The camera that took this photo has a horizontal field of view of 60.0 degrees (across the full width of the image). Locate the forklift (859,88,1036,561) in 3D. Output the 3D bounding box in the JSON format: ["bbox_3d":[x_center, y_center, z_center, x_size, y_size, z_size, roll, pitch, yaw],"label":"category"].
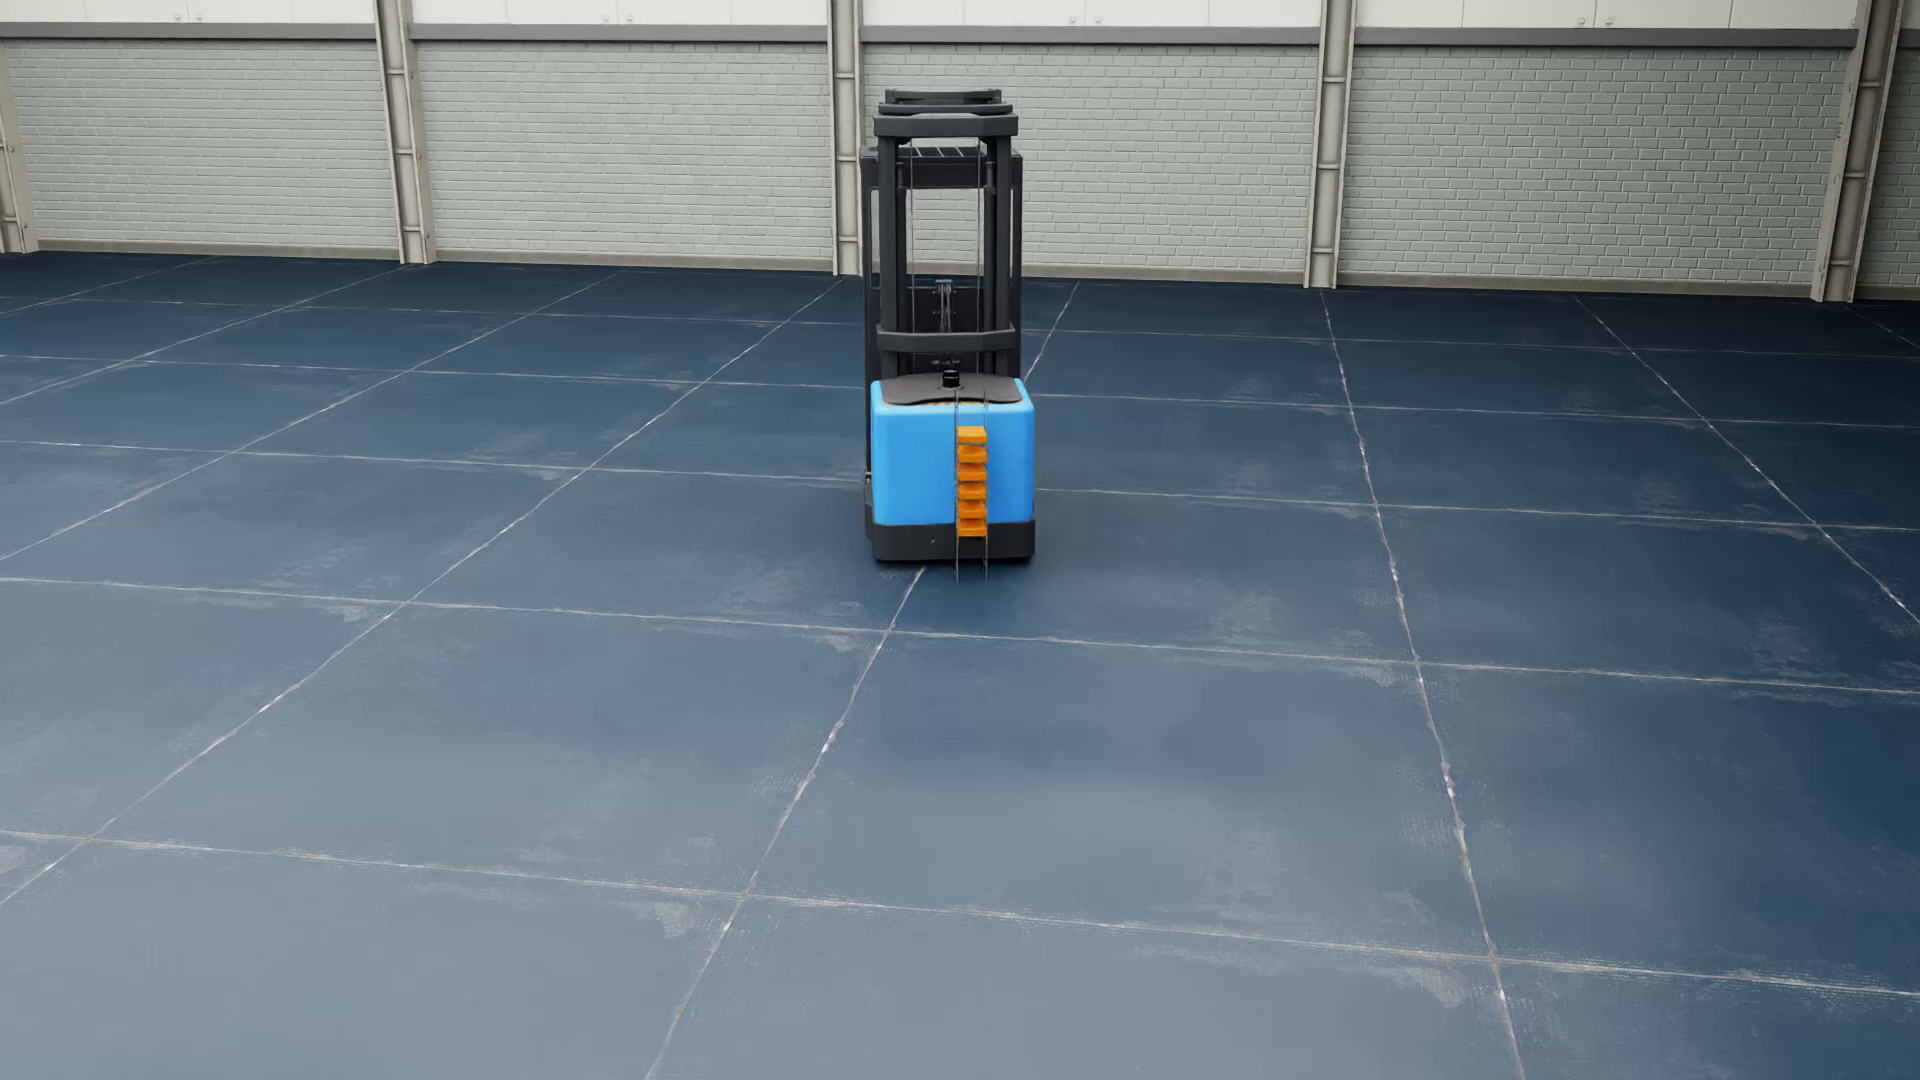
[{"bbox_3d":[-0.142,-1.677,11.696,1.130,2.935,3.031,-1,19,-4],"label":"forklift"}]

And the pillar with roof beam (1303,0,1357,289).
[{"bbox_3d":[3.814,-6.094,15.335,0.400,9.000,9.100,3,19,9],"label":"pillar with roof beam"}]

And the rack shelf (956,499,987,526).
[{"bbox_3d":[0.069,-0.176,10.457,0.180,0.103,0.258,-1,19,-4],"label":"rack shelf"}]

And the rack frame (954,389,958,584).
[{"bbox_3d":[-0.023,-0.330,10.398,0.006,1.200,0.240,-1,19,-4],"label":"rack frame"}]

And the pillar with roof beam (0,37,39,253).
[{"bbox_3d":[-13.959,-7.000,18.042,0.400,9.000,9.100,3,19,9],"label":"pillar with roof beam"}]

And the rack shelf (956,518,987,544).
[{"bbox_3d":[0.069,-0.062,10.495,0.180,0.103,0.258,-1,19,-4],"label":"rack shelf"}]

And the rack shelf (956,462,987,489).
[{"bbox_3d":[0.069,-0.404,10.380,0.180,0.103,0.258,-1,19,-4],"label":"rack shelf"}]

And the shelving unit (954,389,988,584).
[{"bbox_3d":[0.069,-0.332,10.404,0.189,1.200,0.258,-1,19,-4],"label":"shelving unit"}]

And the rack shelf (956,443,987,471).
[{"bbox_3d":[0.069,-0.517,10.342,0.180,0.103,0.258,-1,19,-4],"label":"rack shelf"}]

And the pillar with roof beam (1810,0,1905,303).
[{"bbox_3d":[9.738,-5.792,14.432,0.400,9.000,9.100,3,19,9],"label":"pillar with roof beam"}]

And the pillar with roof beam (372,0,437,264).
[{"bbox_3d":[-8.034,-6.698,17.140,0.400,9.000,9.100,3,19,9],"label":"pillar with roof beam"}]

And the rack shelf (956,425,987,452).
[{"bbox_3d":[0.069,-0.631,10.304,0.180,0.103,0.258,-1,19,-4],"label":"rack shelf"}]

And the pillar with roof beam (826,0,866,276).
[{"bbox_3d":[-2.110,-6.396,16.237,0.400,9.000,9.100,3,19,9],"label":"pillar with roof beam"}]

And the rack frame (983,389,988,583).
[{"bbox_3d":[0.160,-0.334,10.411,0.006,1.200,0.240,-1,19,-4],"label":"rack frame"}]

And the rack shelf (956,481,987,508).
[{"bbox_3d":[0.069,-0.290,10.418,0.180,0.103,0.258,-1,19,-4],"label":"rack shelf"}]
